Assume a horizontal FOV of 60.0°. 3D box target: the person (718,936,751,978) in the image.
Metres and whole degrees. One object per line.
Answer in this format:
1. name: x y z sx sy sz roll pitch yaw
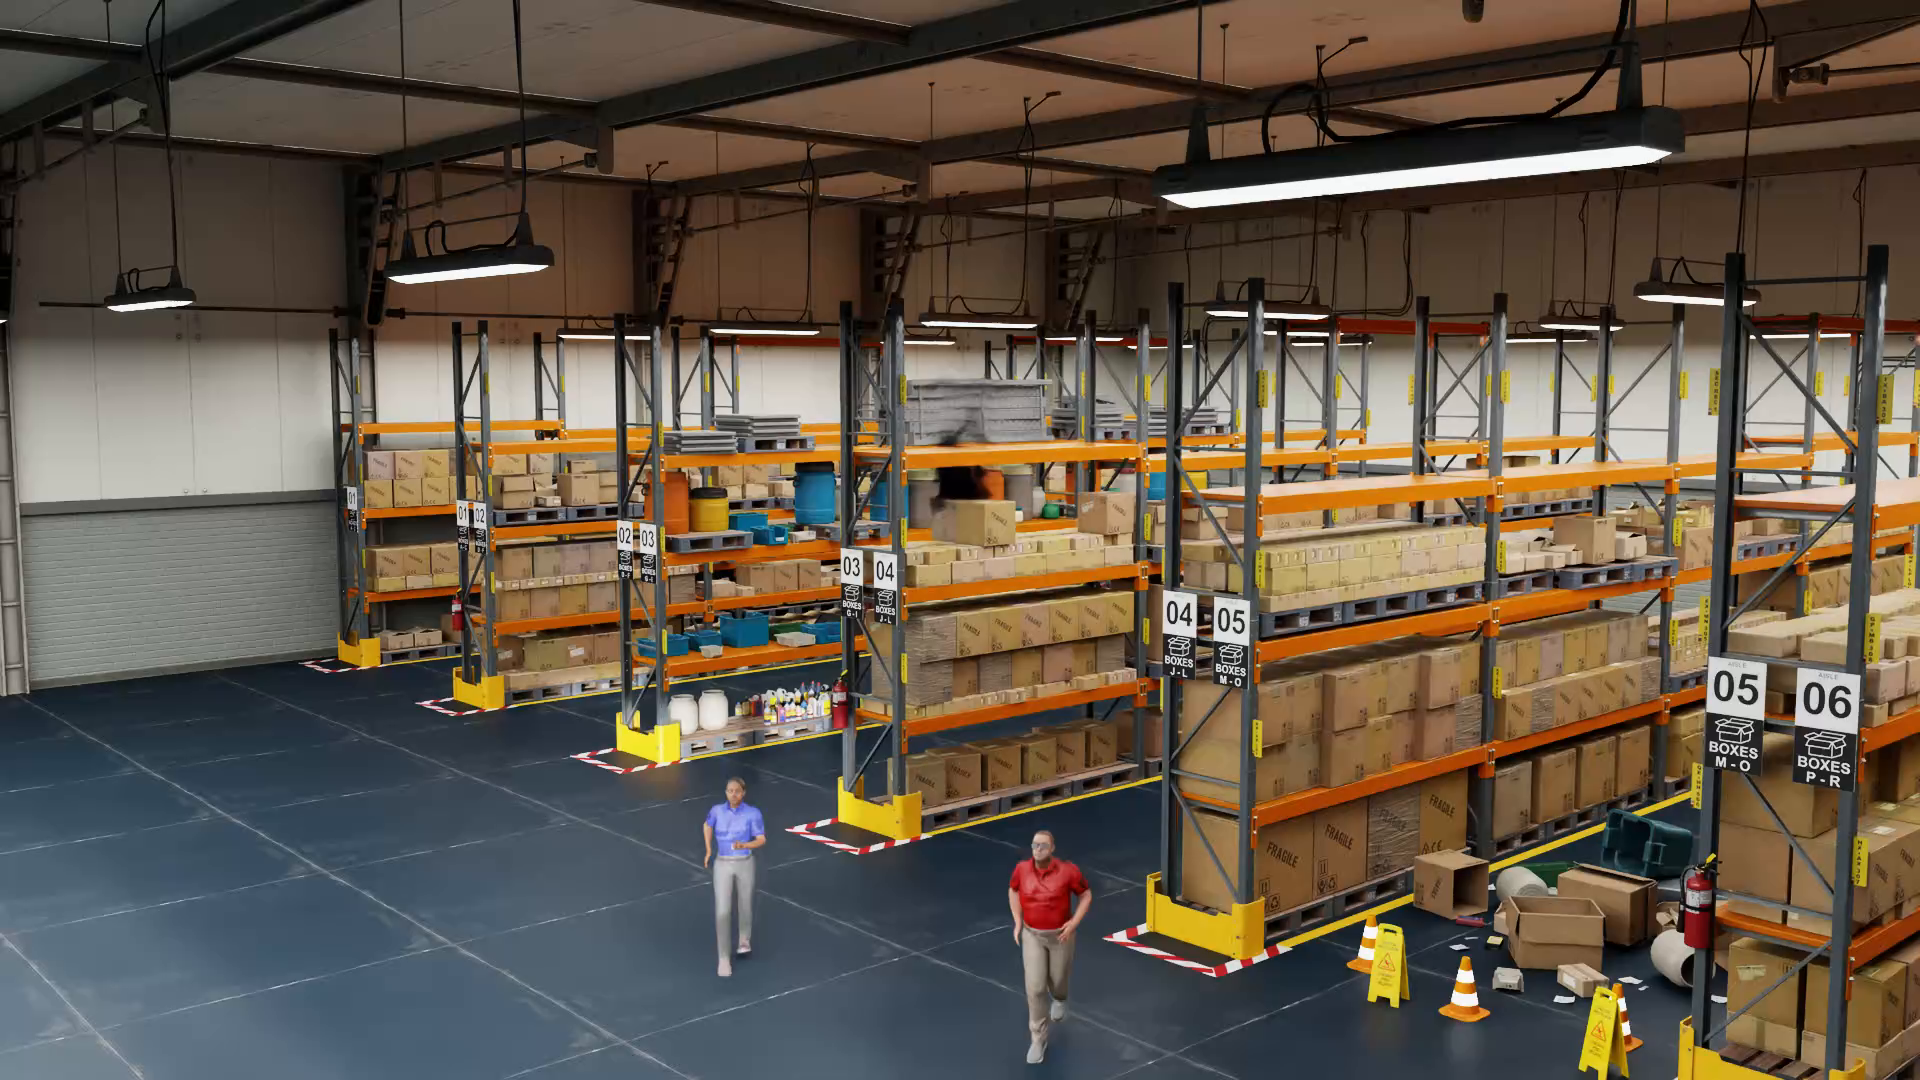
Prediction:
1. person: -1.985 3.591 14.645 0.278 0.355 0.688 -1 6 -6

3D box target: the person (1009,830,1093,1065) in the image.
1. person: 0.688 3.060 12.789 0.661 1.740 0.763 1 6 12
